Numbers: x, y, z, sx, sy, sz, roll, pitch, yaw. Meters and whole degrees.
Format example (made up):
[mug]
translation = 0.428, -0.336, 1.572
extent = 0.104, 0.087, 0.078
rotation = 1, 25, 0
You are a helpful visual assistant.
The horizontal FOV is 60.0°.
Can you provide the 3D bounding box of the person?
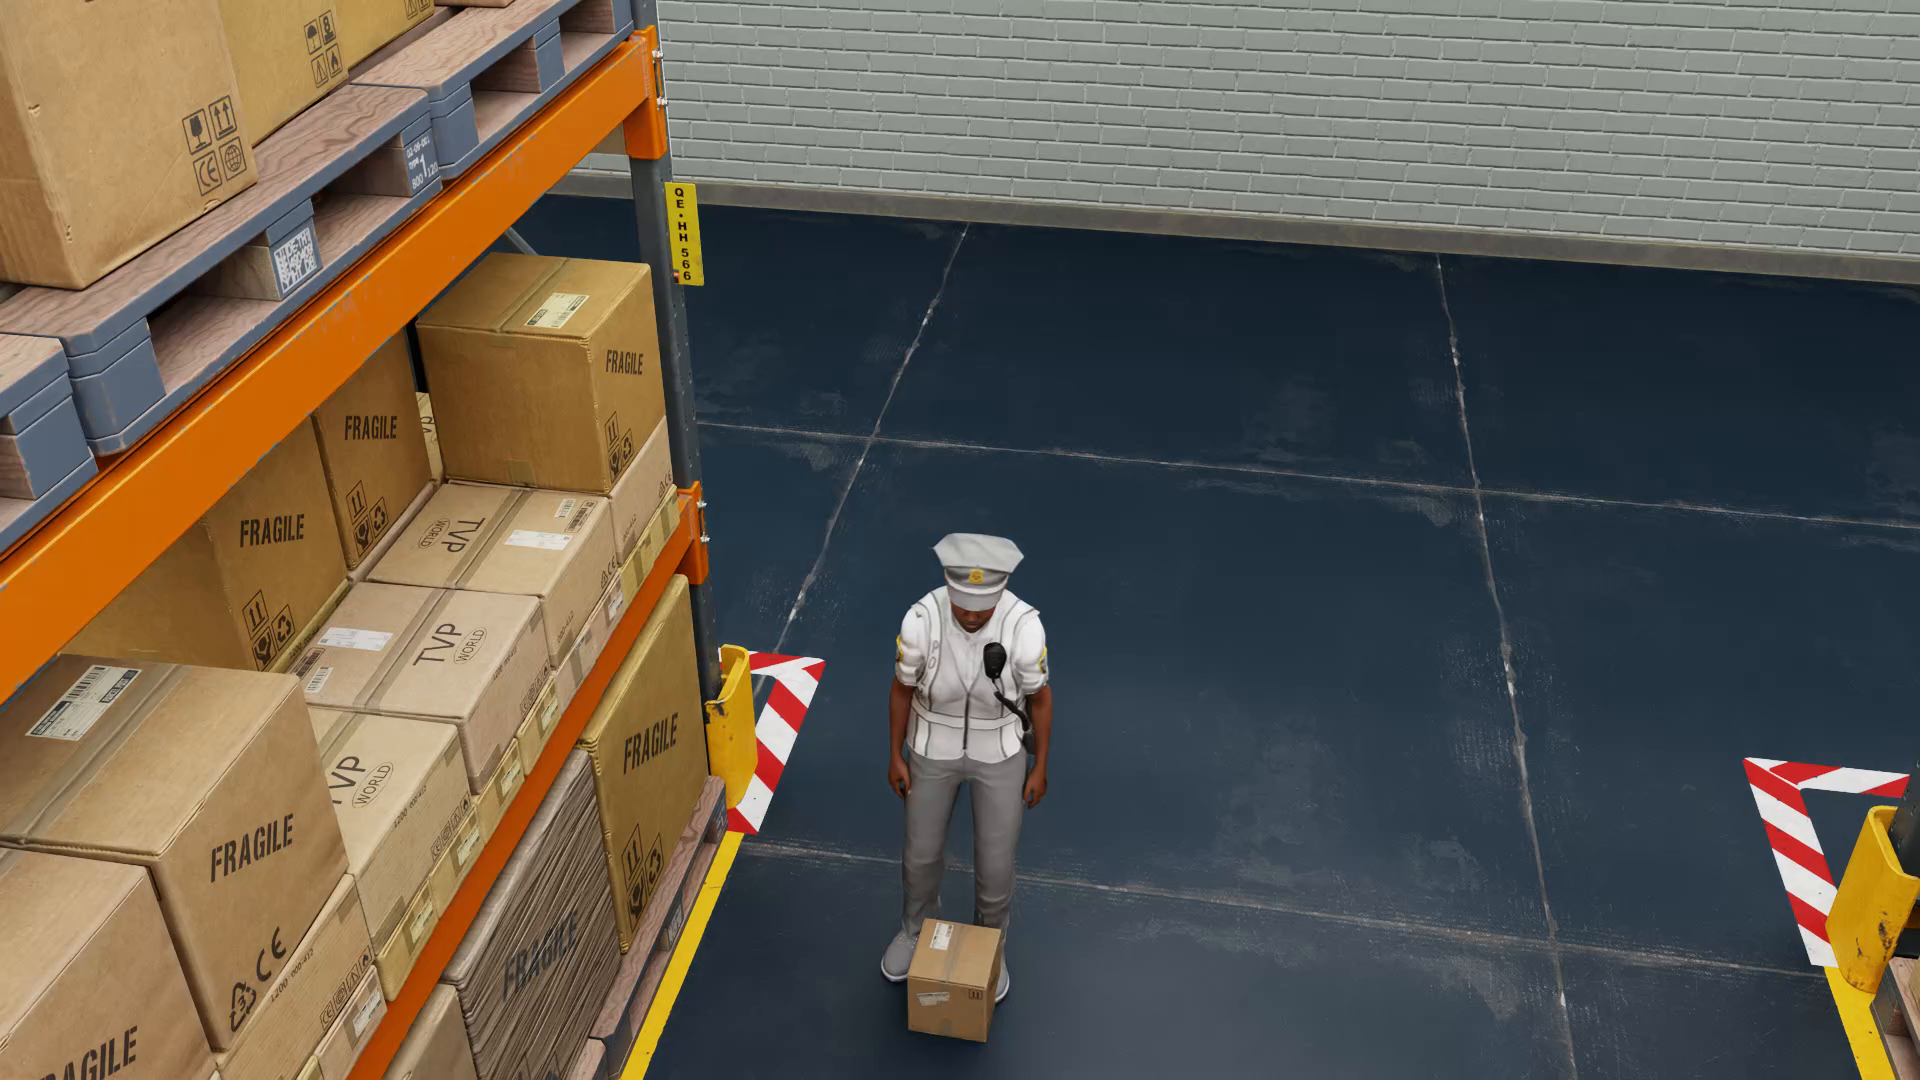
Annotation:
[person]
translation = 0.011, 0.682, 5.073
extent = 0.526, 1.658, 0.427
rotation = 3, 33, 5
